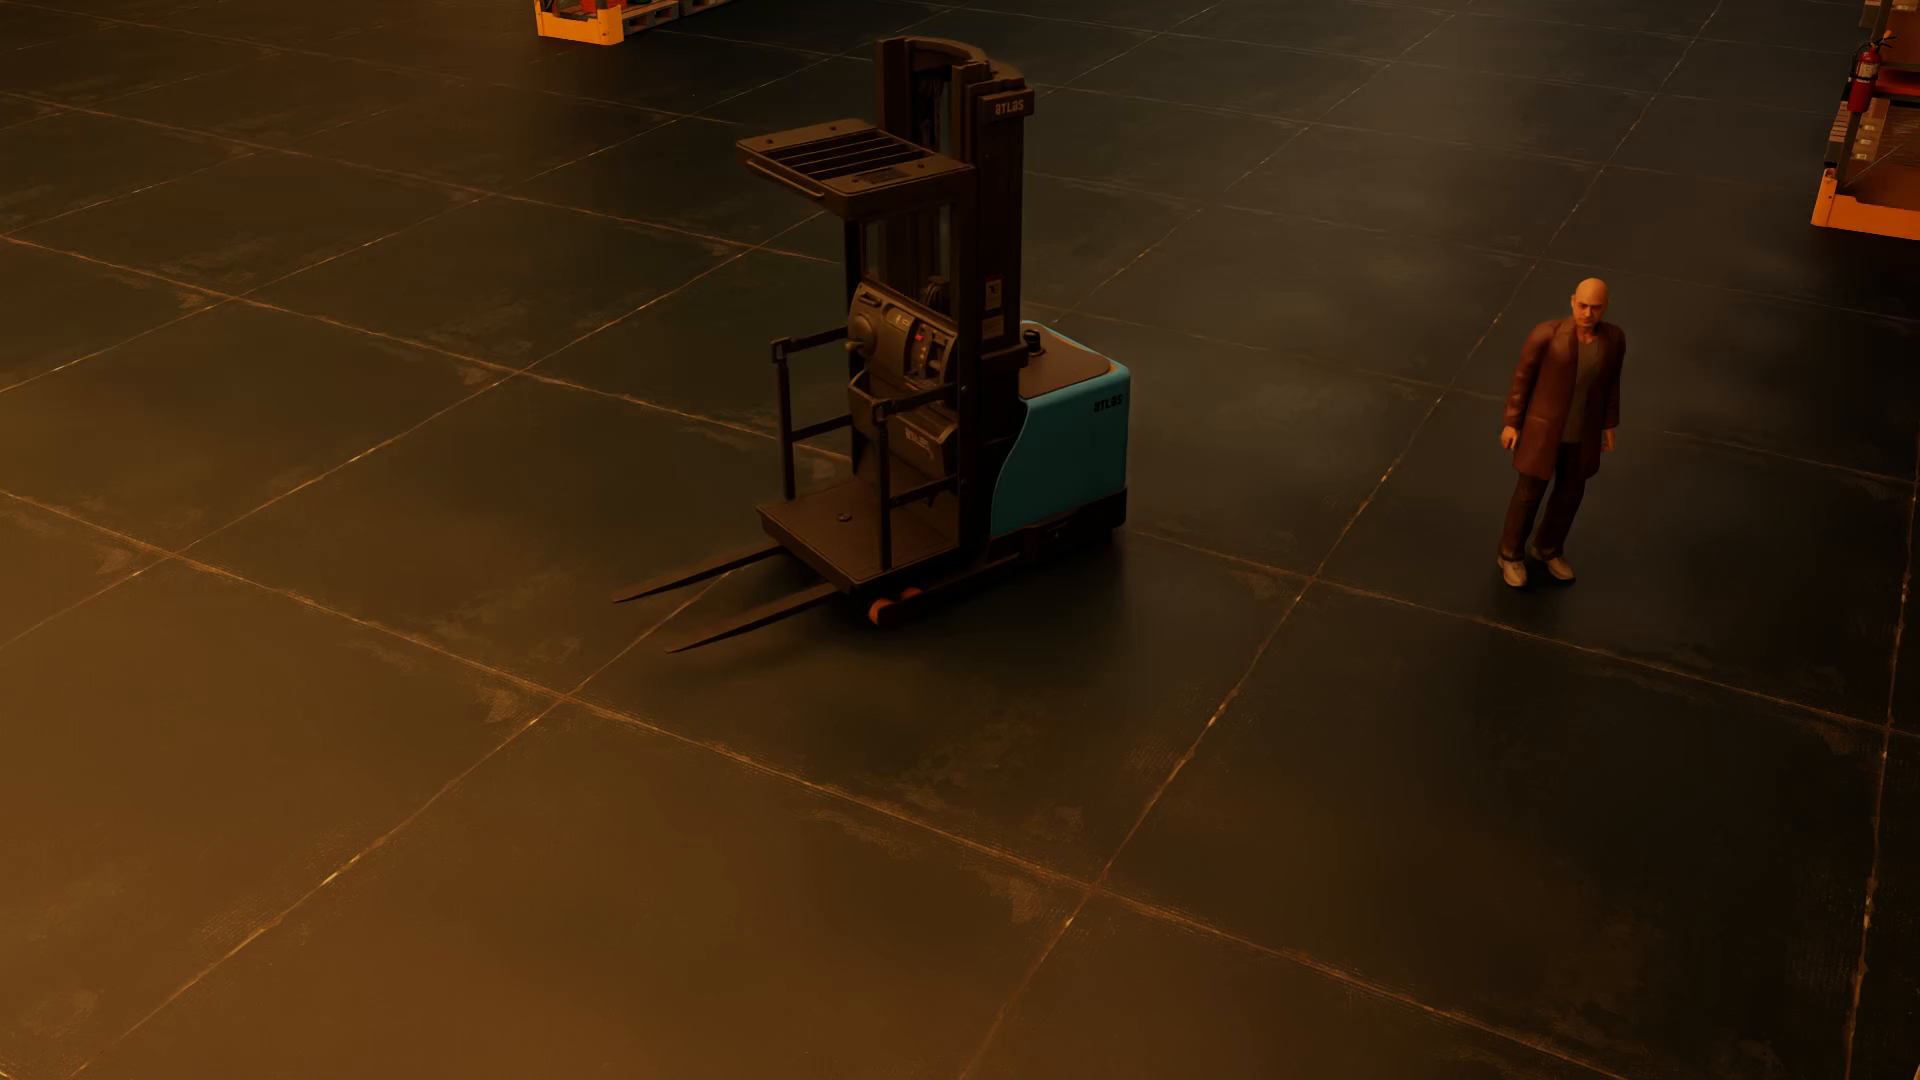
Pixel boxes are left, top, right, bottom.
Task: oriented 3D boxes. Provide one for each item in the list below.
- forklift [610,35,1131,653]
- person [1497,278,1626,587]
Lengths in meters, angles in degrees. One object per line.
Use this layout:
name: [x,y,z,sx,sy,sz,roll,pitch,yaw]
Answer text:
forklift: [-0.487,-1.082,8.945,3.031,2.935,1.130,-20,36,-31]
person: [3.357,-0.588,9.241,0.655,1.782,0.428,-2,30,-3]
